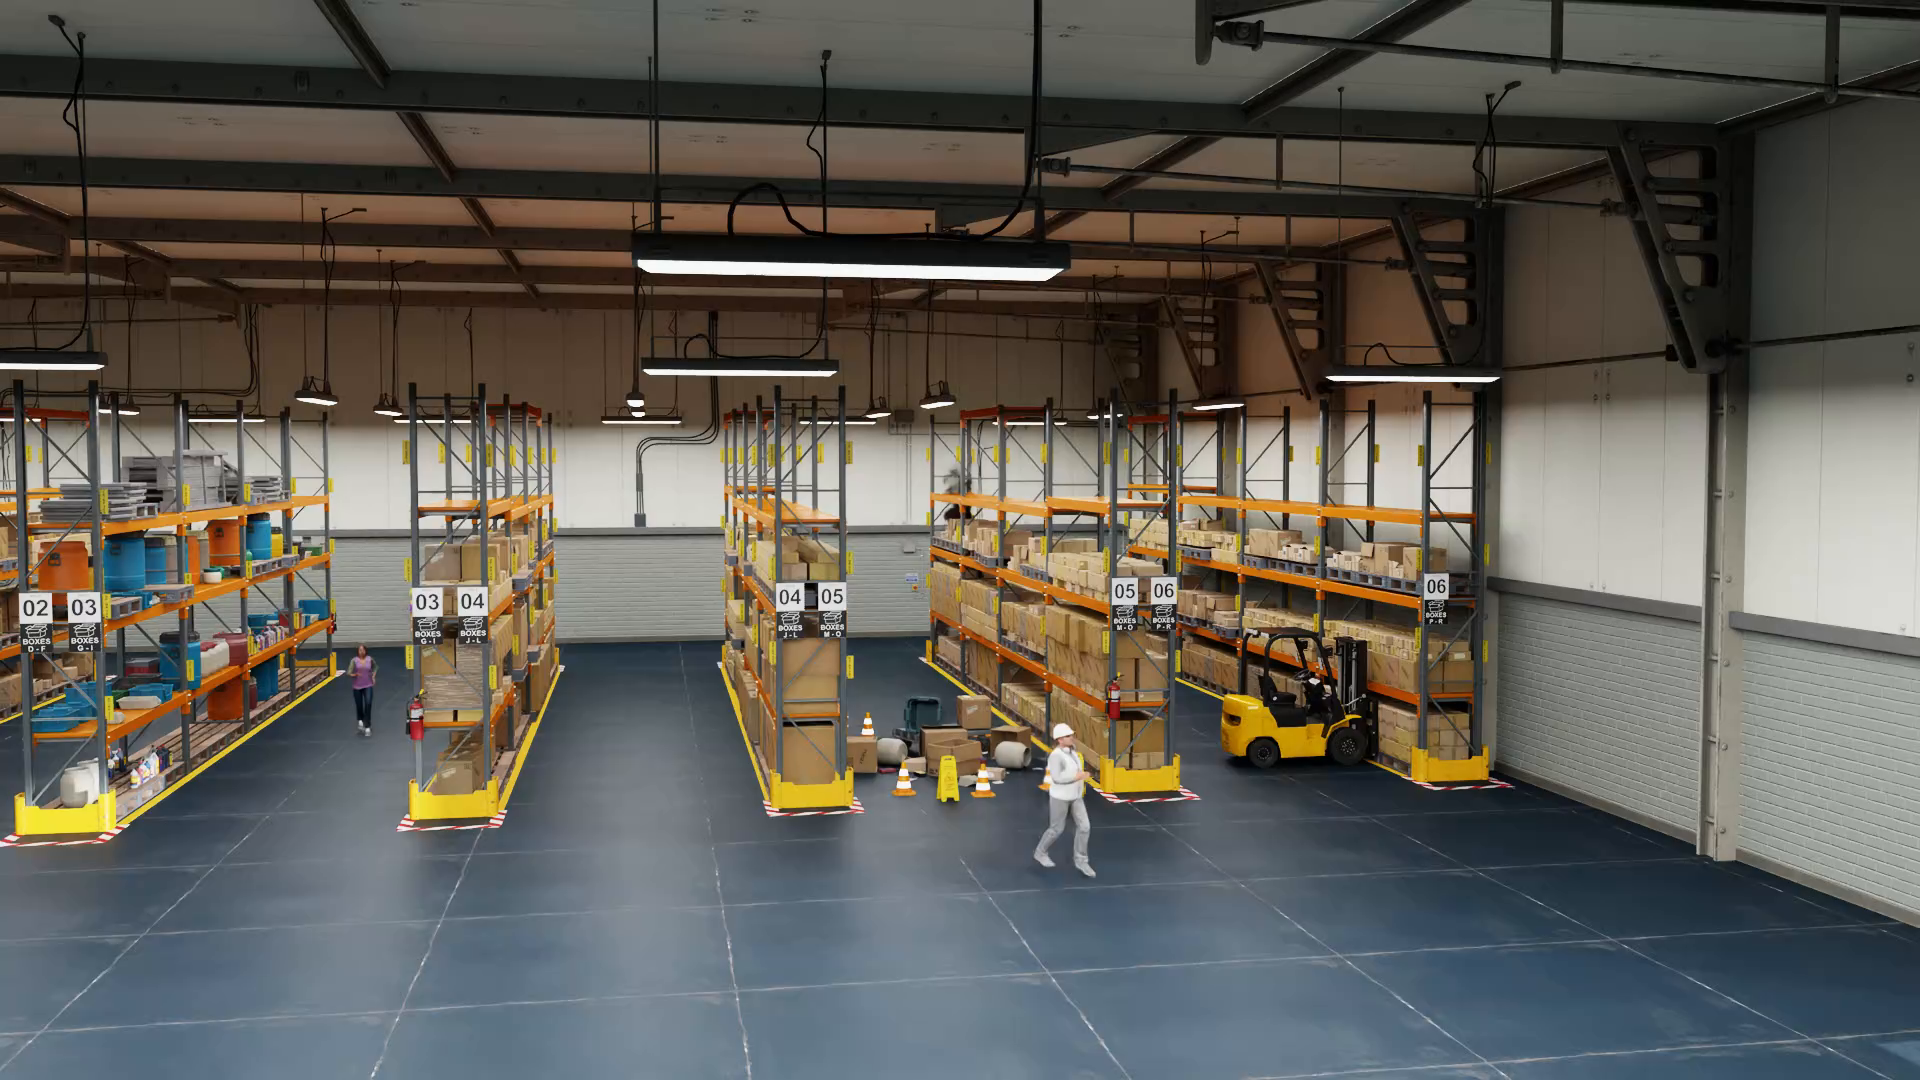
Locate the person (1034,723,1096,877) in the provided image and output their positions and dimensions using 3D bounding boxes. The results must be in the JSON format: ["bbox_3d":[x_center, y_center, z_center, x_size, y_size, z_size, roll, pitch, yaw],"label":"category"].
[{"bbox_3d":[1.232,3.097,19.871,0.789,1.824,0.633,2,4,39],"label":"person"}]

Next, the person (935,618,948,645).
[{"bbox_3d":[-0.412,2.056,41.869,0.682,1.707,0.776,0,3,-3],"label":"person"}]

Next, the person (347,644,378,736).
[{"bbox_3d":[-10.716,2.665,29.828,0.531,1.607,0.838,-1,3,-22],"label":"person"}]
